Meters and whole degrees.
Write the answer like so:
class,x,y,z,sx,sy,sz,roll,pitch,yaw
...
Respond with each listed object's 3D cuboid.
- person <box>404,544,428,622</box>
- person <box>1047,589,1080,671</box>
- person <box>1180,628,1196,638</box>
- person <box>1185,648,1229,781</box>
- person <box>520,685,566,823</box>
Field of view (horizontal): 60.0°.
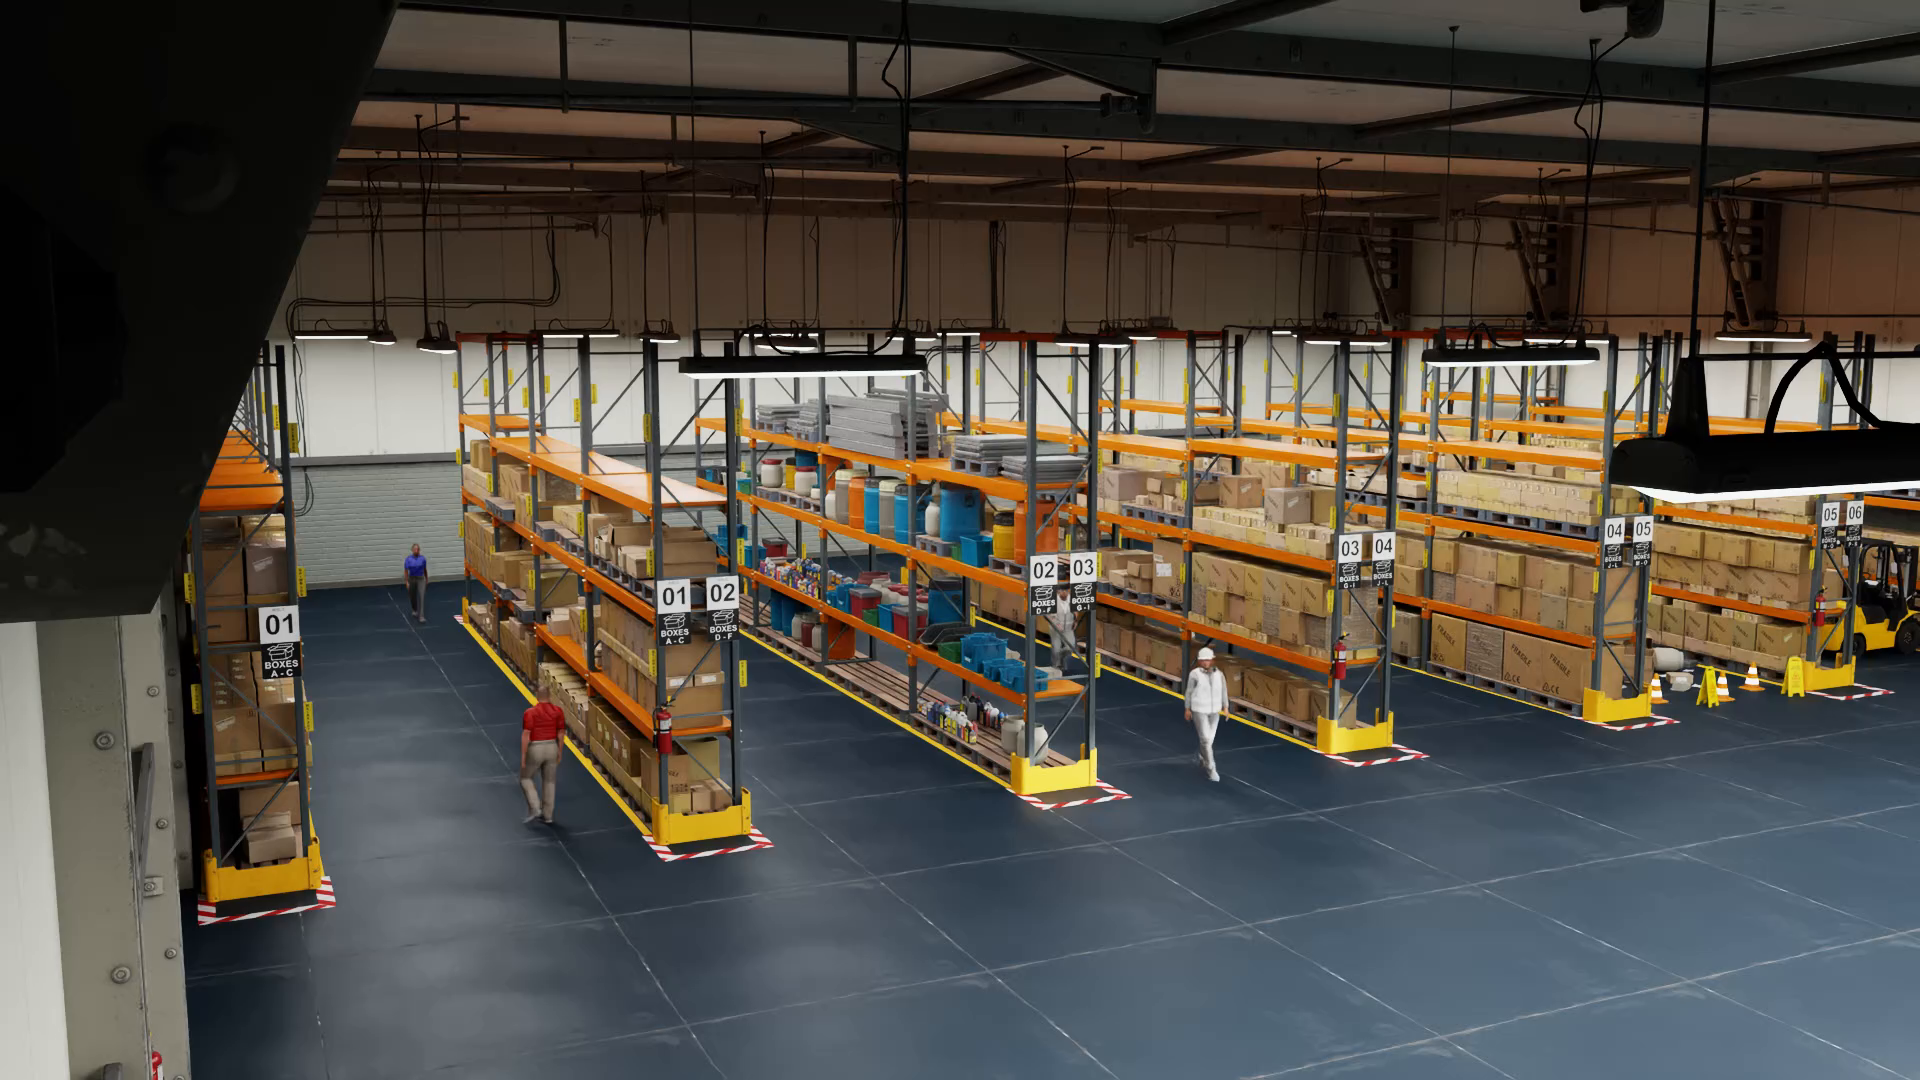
class,x,y,z,sx,sy,sz,roll,pitch,yaw
person,-11.308,0.866,34.558,0.440,1.588,1.056,-2,8,-14
person,1.819,1.536,29.448,0.709,1.692,0.726,-2,8,-15
person,4.389,1.201,31.506,0.576,1.724,1.034,-3,8,-24
person,3.439,2.384,22.989,0.564,1.804,0.766,-3,8,-20
person,-5.223,2.675,20.792,0.589,1.726,0.451,-4,9,-29
